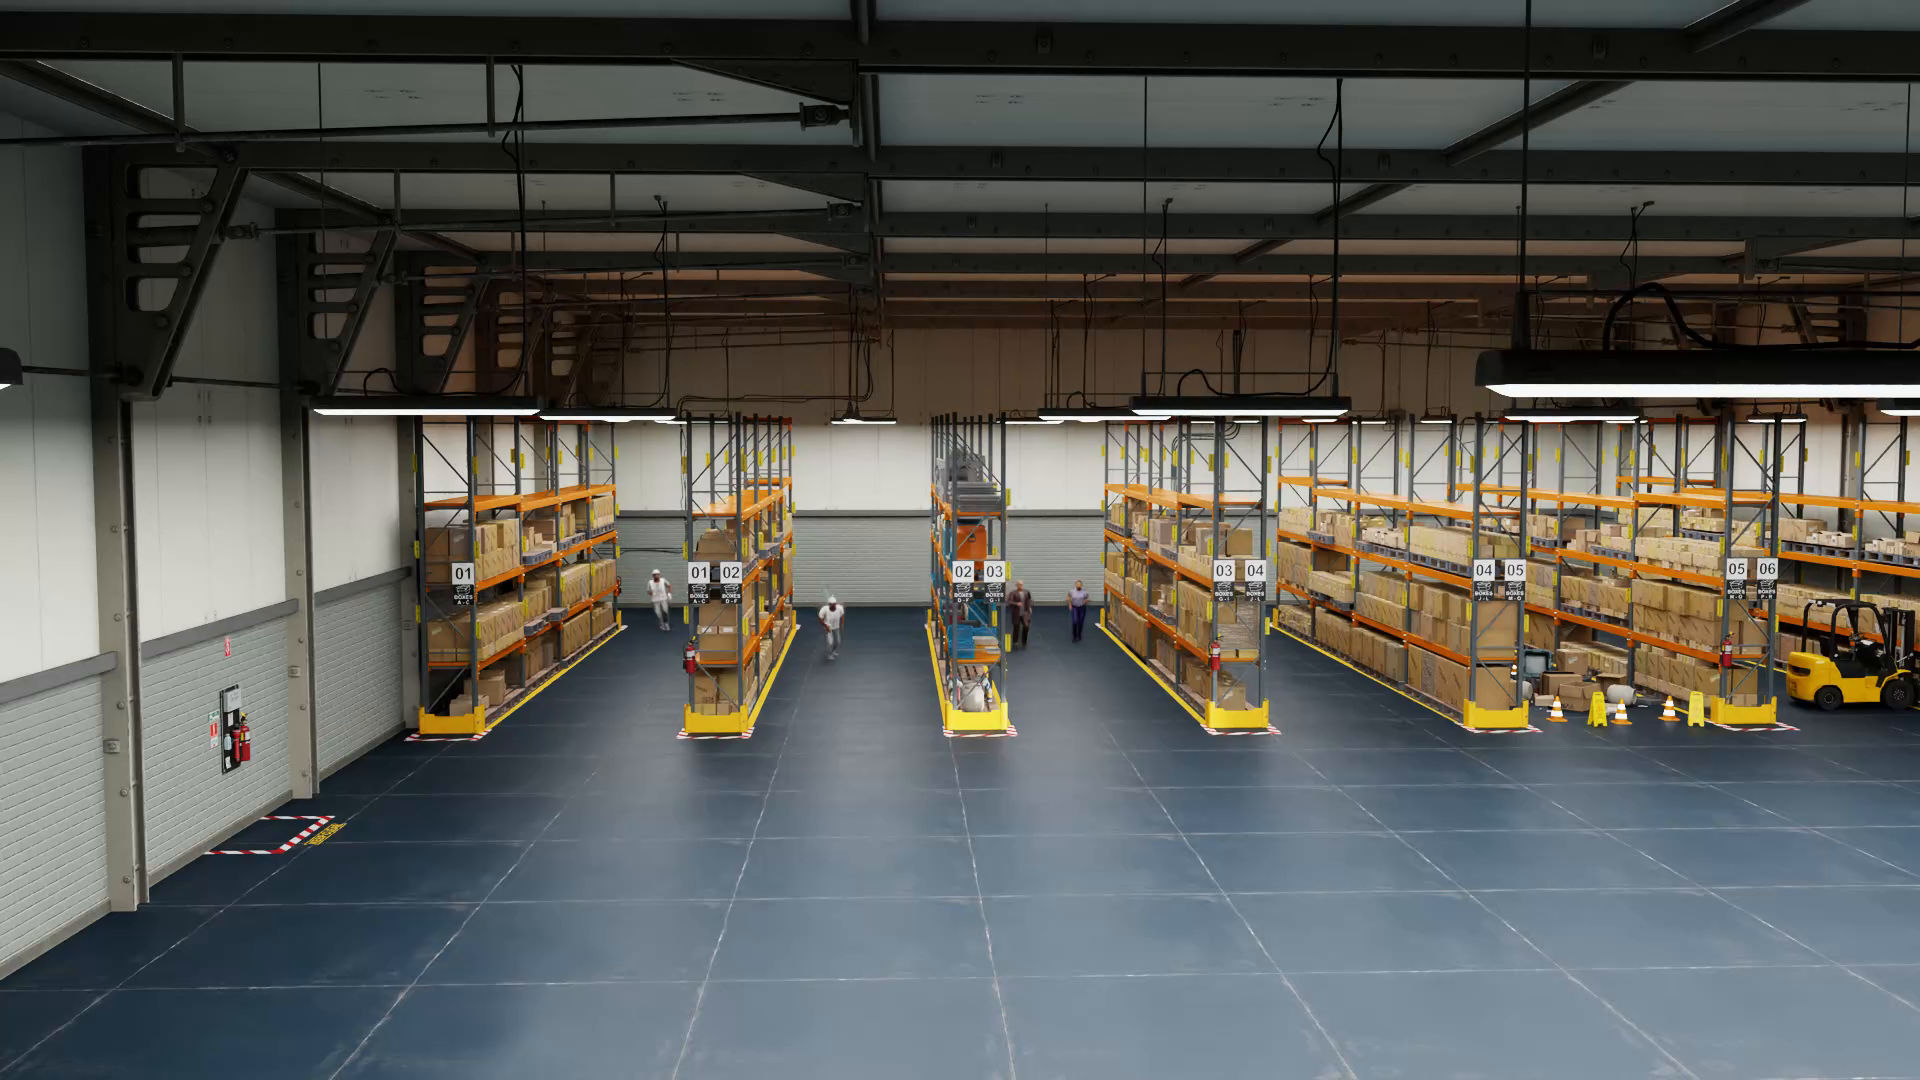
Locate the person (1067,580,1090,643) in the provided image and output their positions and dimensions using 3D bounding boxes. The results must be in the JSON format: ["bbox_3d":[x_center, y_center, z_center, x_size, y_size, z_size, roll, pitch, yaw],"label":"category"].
[{"bbox_3d":[3.169,1.913,44.251,0.585,1.696,0.731,0,4,-4],"label":"person"}]

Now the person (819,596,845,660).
[{"bbox_3d":[-3.154,2.147,40.694,0.671,1.602,0.921,-2,4,-26],"label":"person"}]

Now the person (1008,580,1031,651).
[{"bbox_3d":[1.546,1.941,42.648,0.677,1.837,0.908,-1,4,-12],"label":"person"}]

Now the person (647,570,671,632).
[{"bbox_3d":[-8.405,1.700,46.408,0.668,1.747,0.635,-1,4,-9],"label":"person"}]
